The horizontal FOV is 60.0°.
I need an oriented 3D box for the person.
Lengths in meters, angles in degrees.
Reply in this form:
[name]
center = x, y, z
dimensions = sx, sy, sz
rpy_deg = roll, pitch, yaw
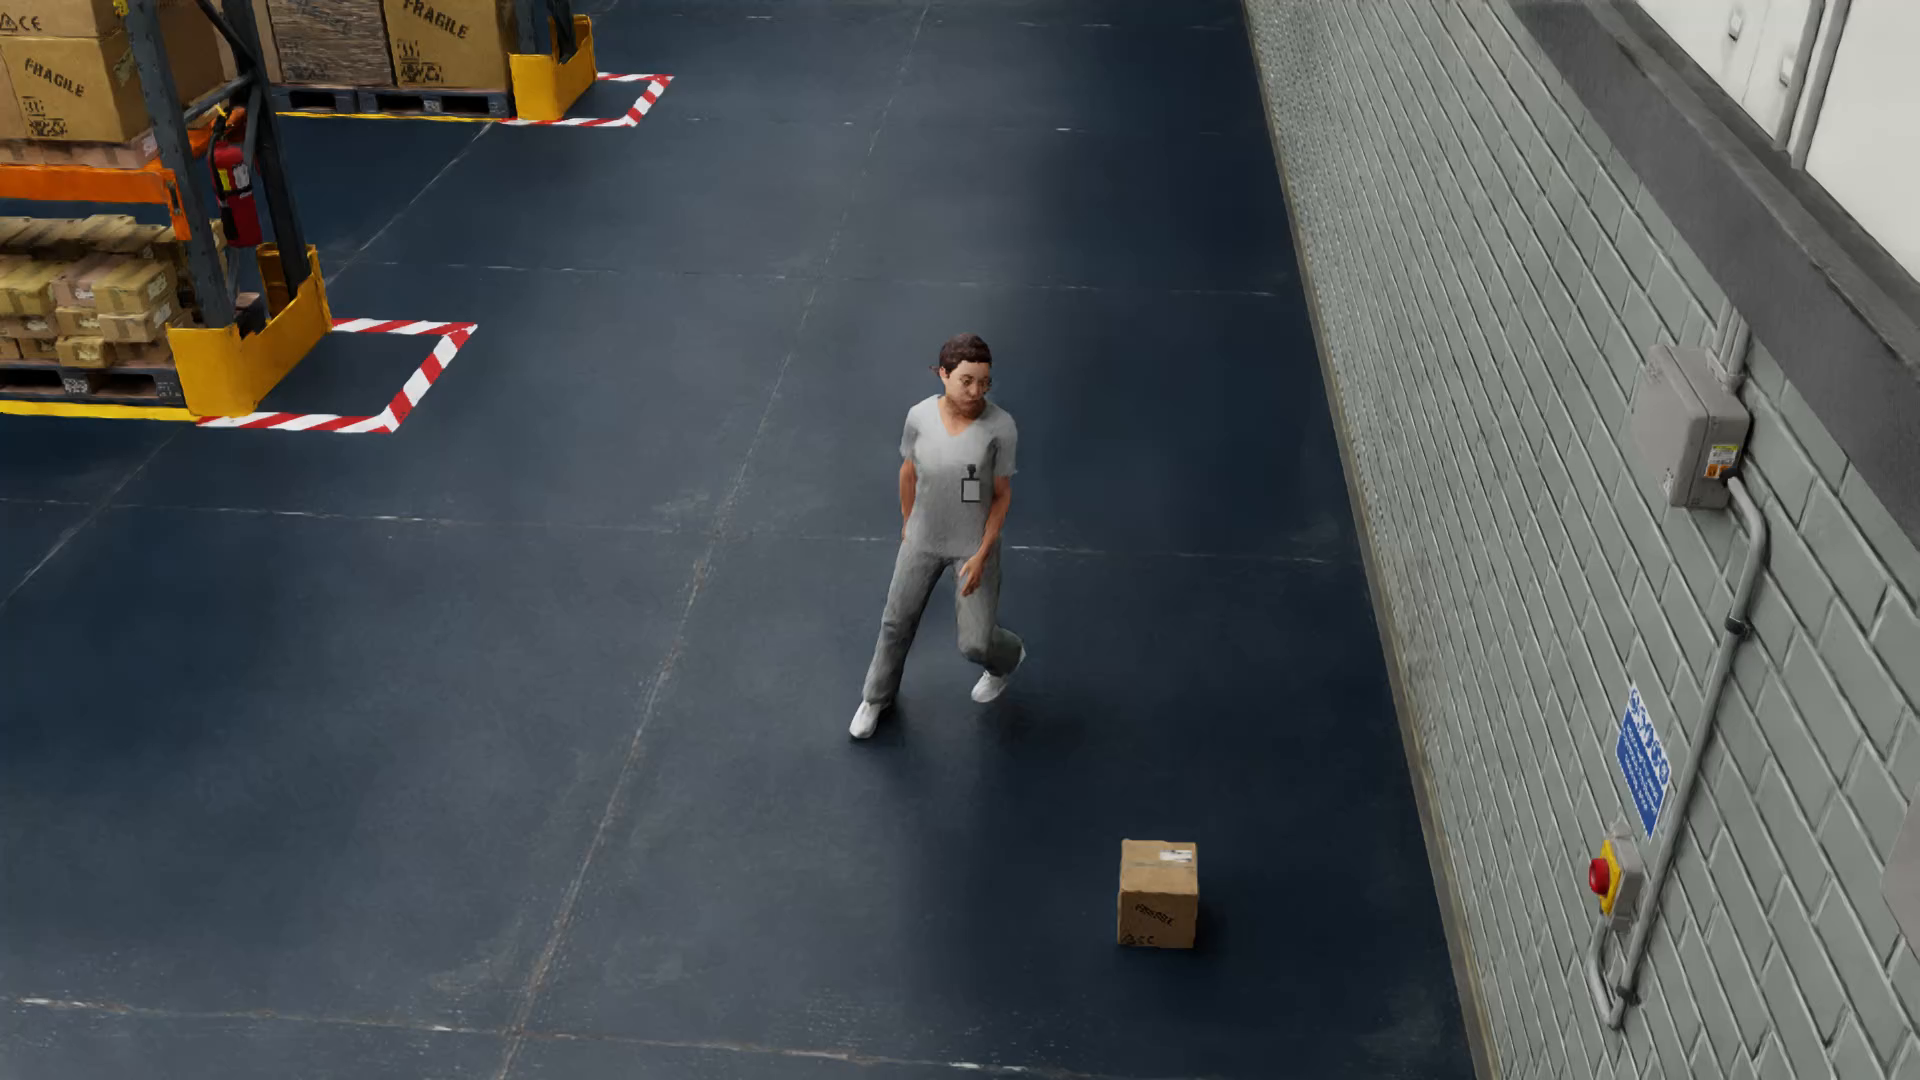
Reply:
[person]
center = -0.093, 0.003, 6.156
dimensions = 0.631, 1.649, 0.540
rpy_deg = 6, 33, 9
